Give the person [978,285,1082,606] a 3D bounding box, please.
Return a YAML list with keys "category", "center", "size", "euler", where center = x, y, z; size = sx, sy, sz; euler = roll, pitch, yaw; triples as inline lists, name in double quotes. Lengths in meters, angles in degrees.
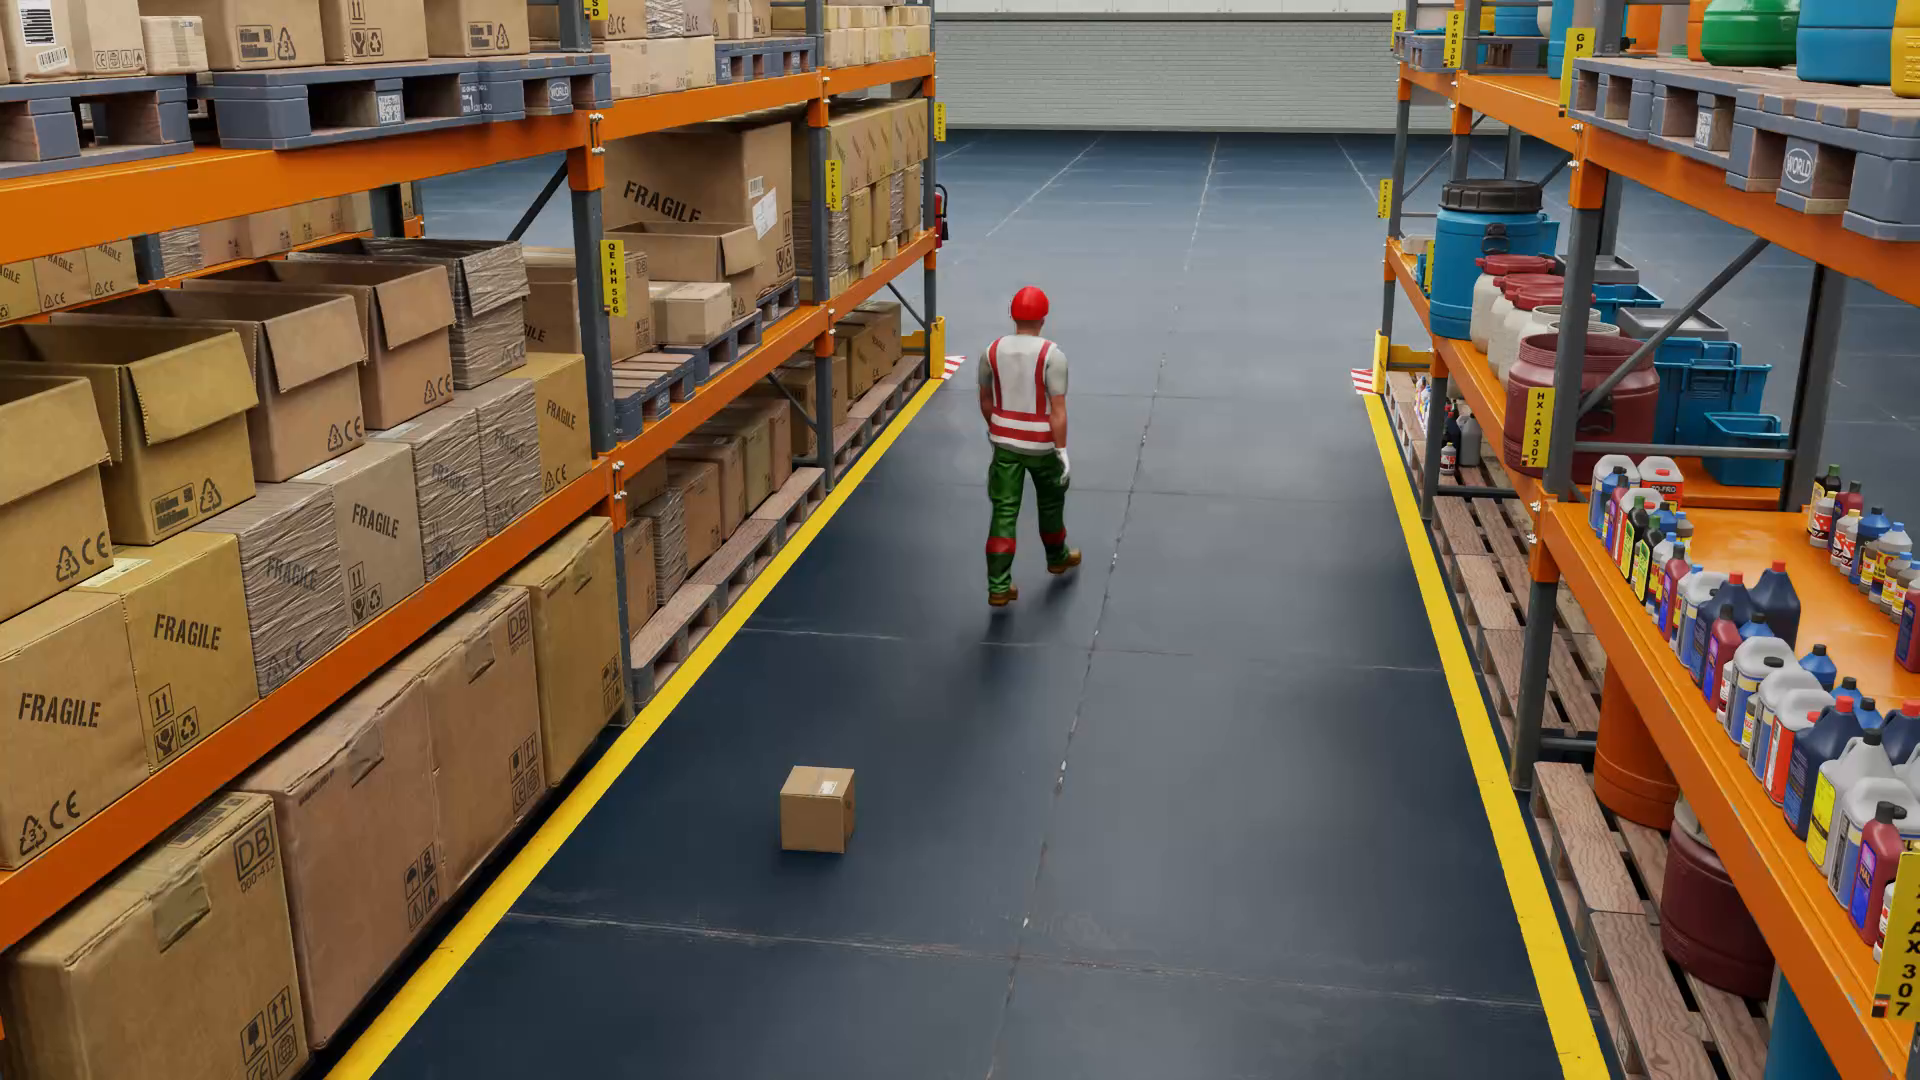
- category: "person"
  center: [0.395, -0.573, 9.280]
  size: [0.587, 1.734, 1.023]
  euler: [6, 19, 19]
